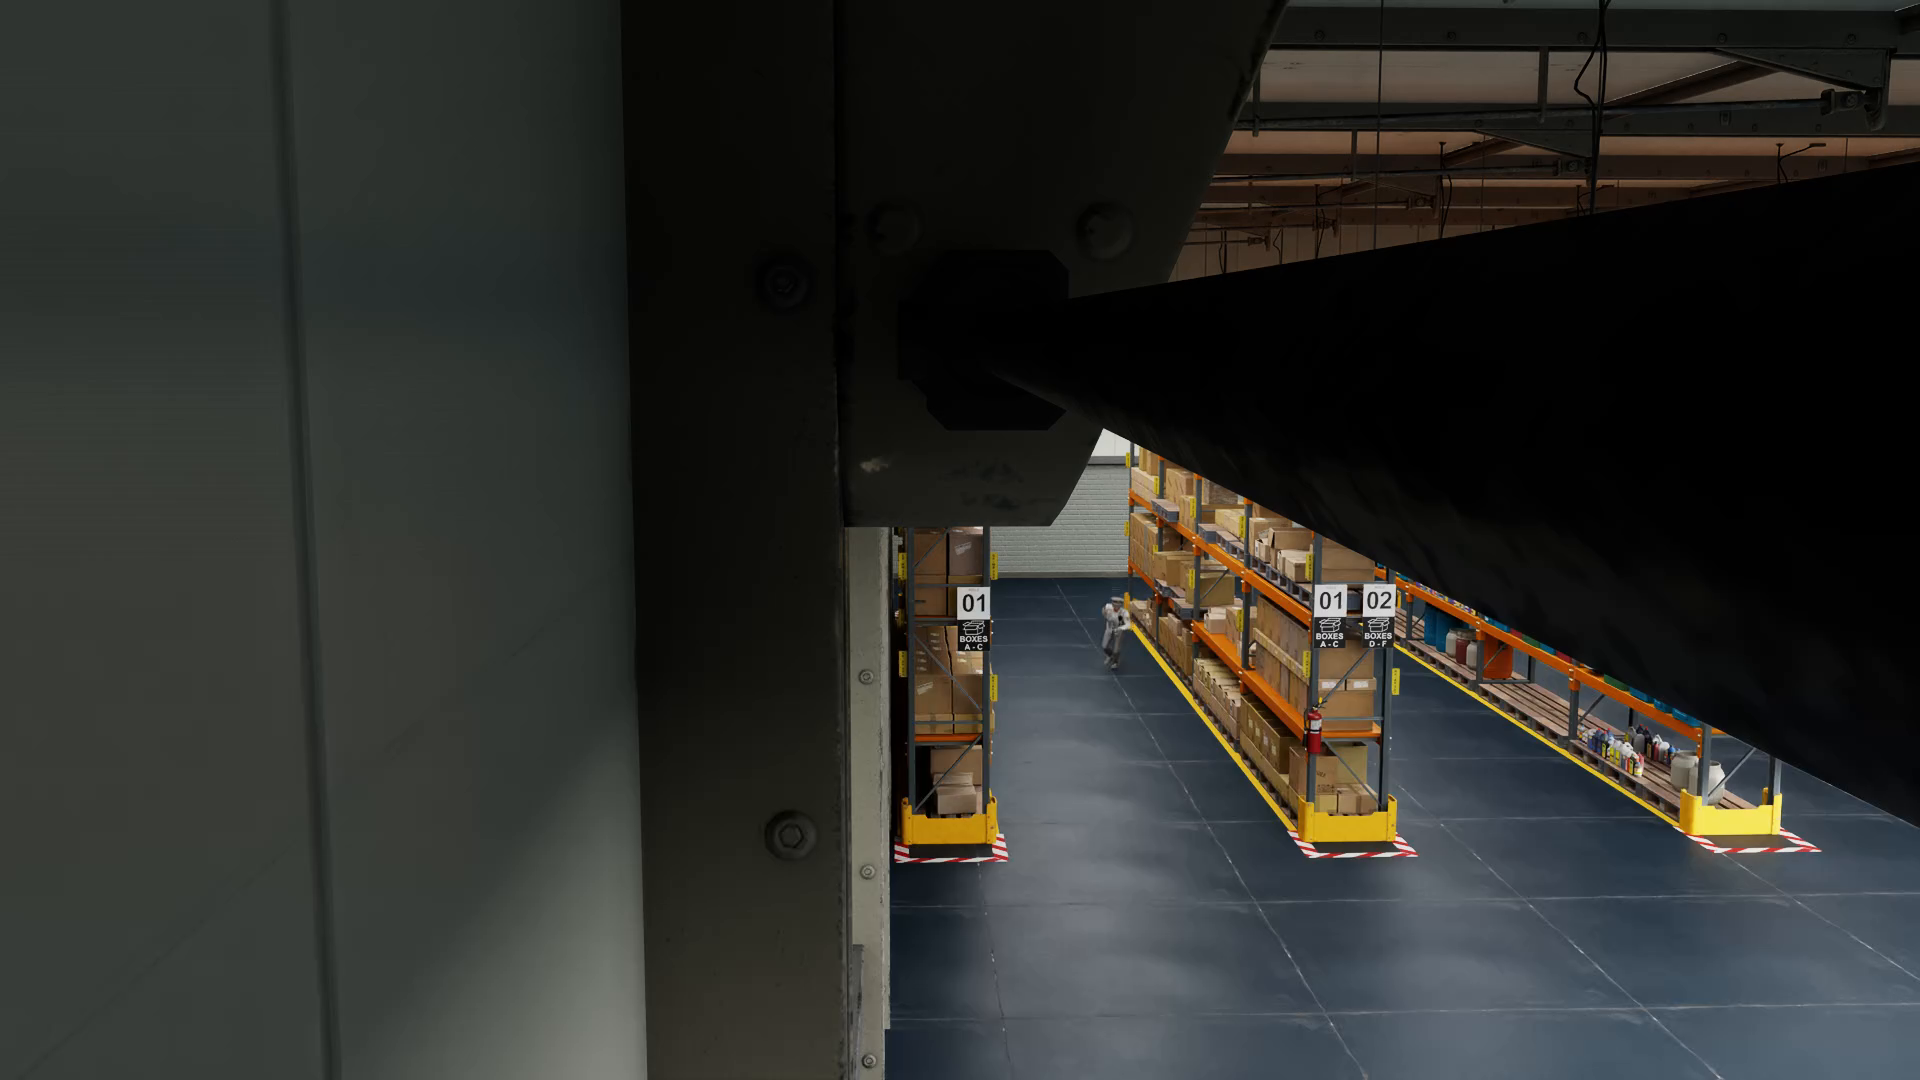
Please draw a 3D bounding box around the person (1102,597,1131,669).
[{"bbox_3d":[2.846,1.713,30.525,0.629,1.428,0.897,2,8,16],"label":"person"}]
